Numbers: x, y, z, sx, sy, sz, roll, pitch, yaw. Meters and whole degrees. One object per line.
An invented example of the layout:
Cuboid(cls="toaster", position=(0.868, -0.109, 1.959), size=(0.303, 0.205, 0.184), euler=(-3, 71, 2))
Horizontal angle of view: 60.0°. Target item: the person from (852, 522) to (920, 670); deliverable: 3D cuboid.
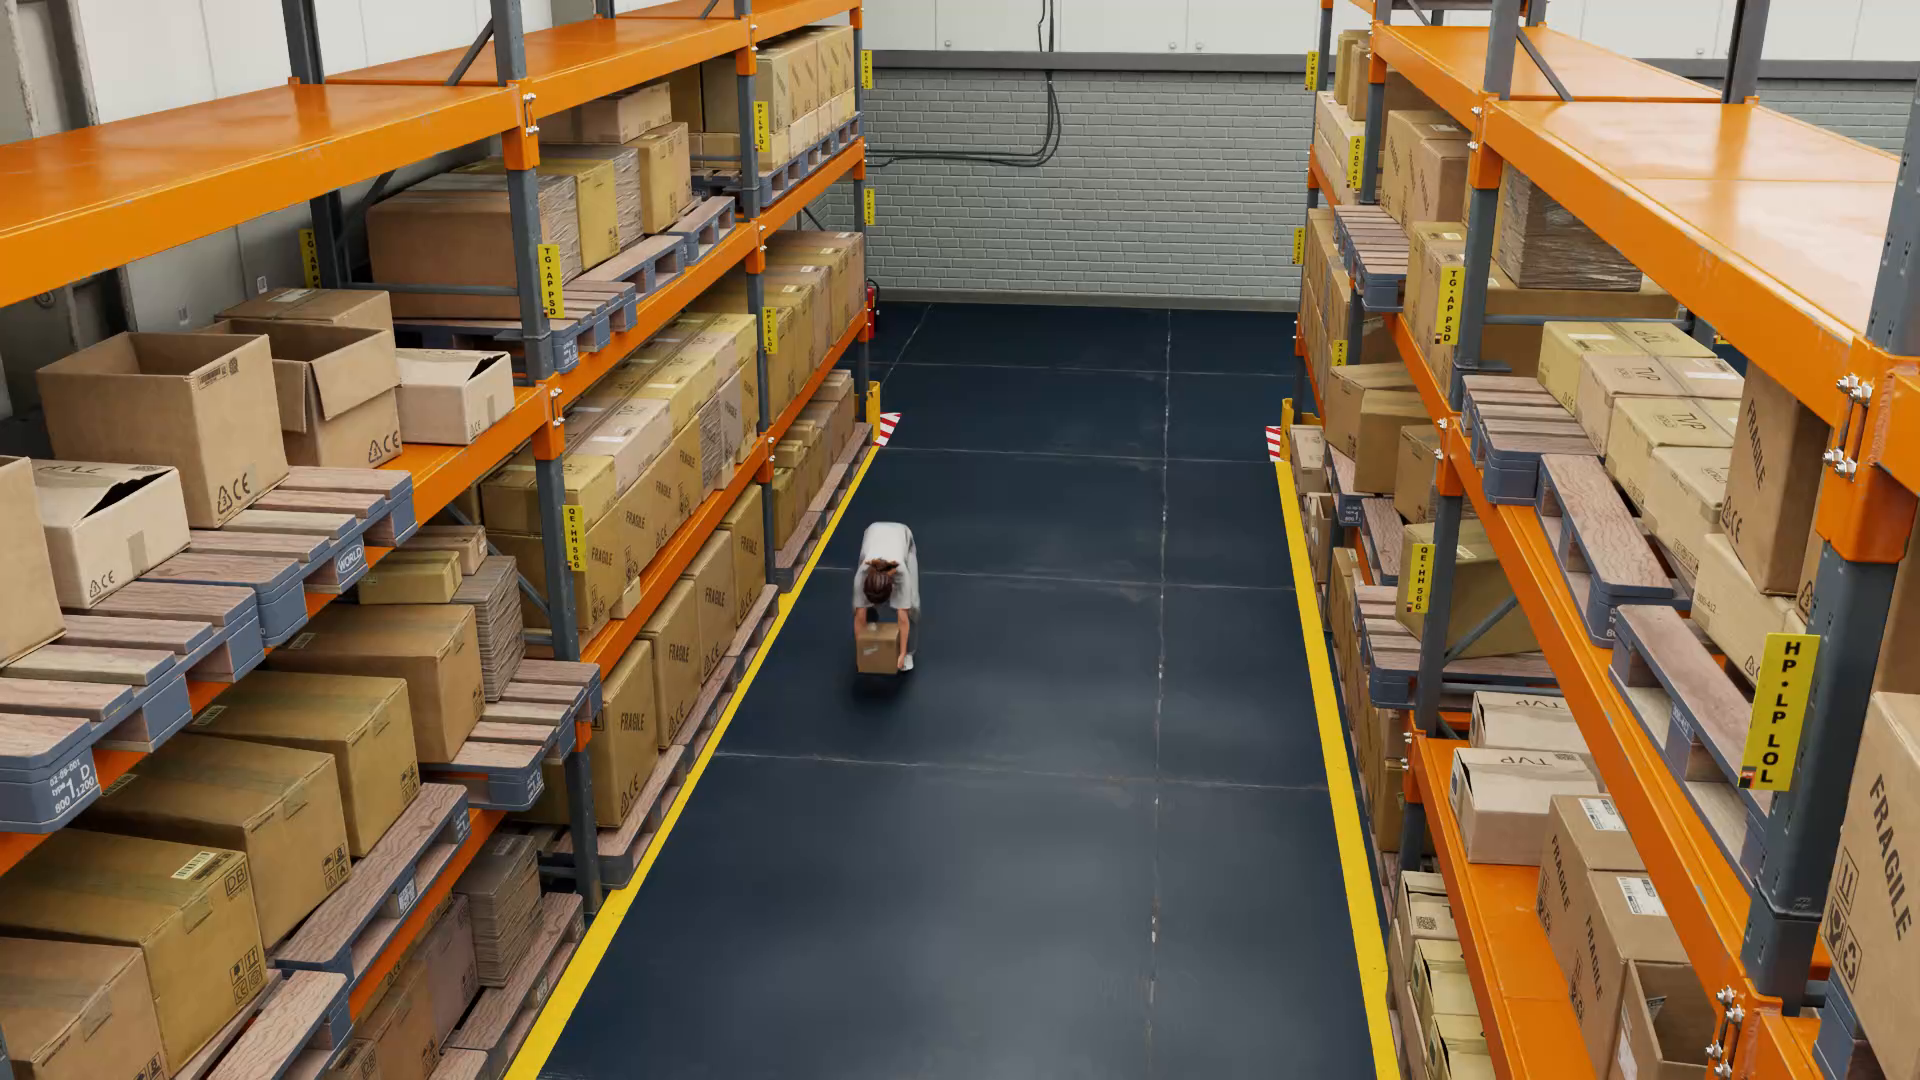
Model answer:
Cuboid(cls="person", position=(-0.493, 0.438, 10.909), size=(0.451, 0.986, 0.864), euler=(2, 21, 4))
